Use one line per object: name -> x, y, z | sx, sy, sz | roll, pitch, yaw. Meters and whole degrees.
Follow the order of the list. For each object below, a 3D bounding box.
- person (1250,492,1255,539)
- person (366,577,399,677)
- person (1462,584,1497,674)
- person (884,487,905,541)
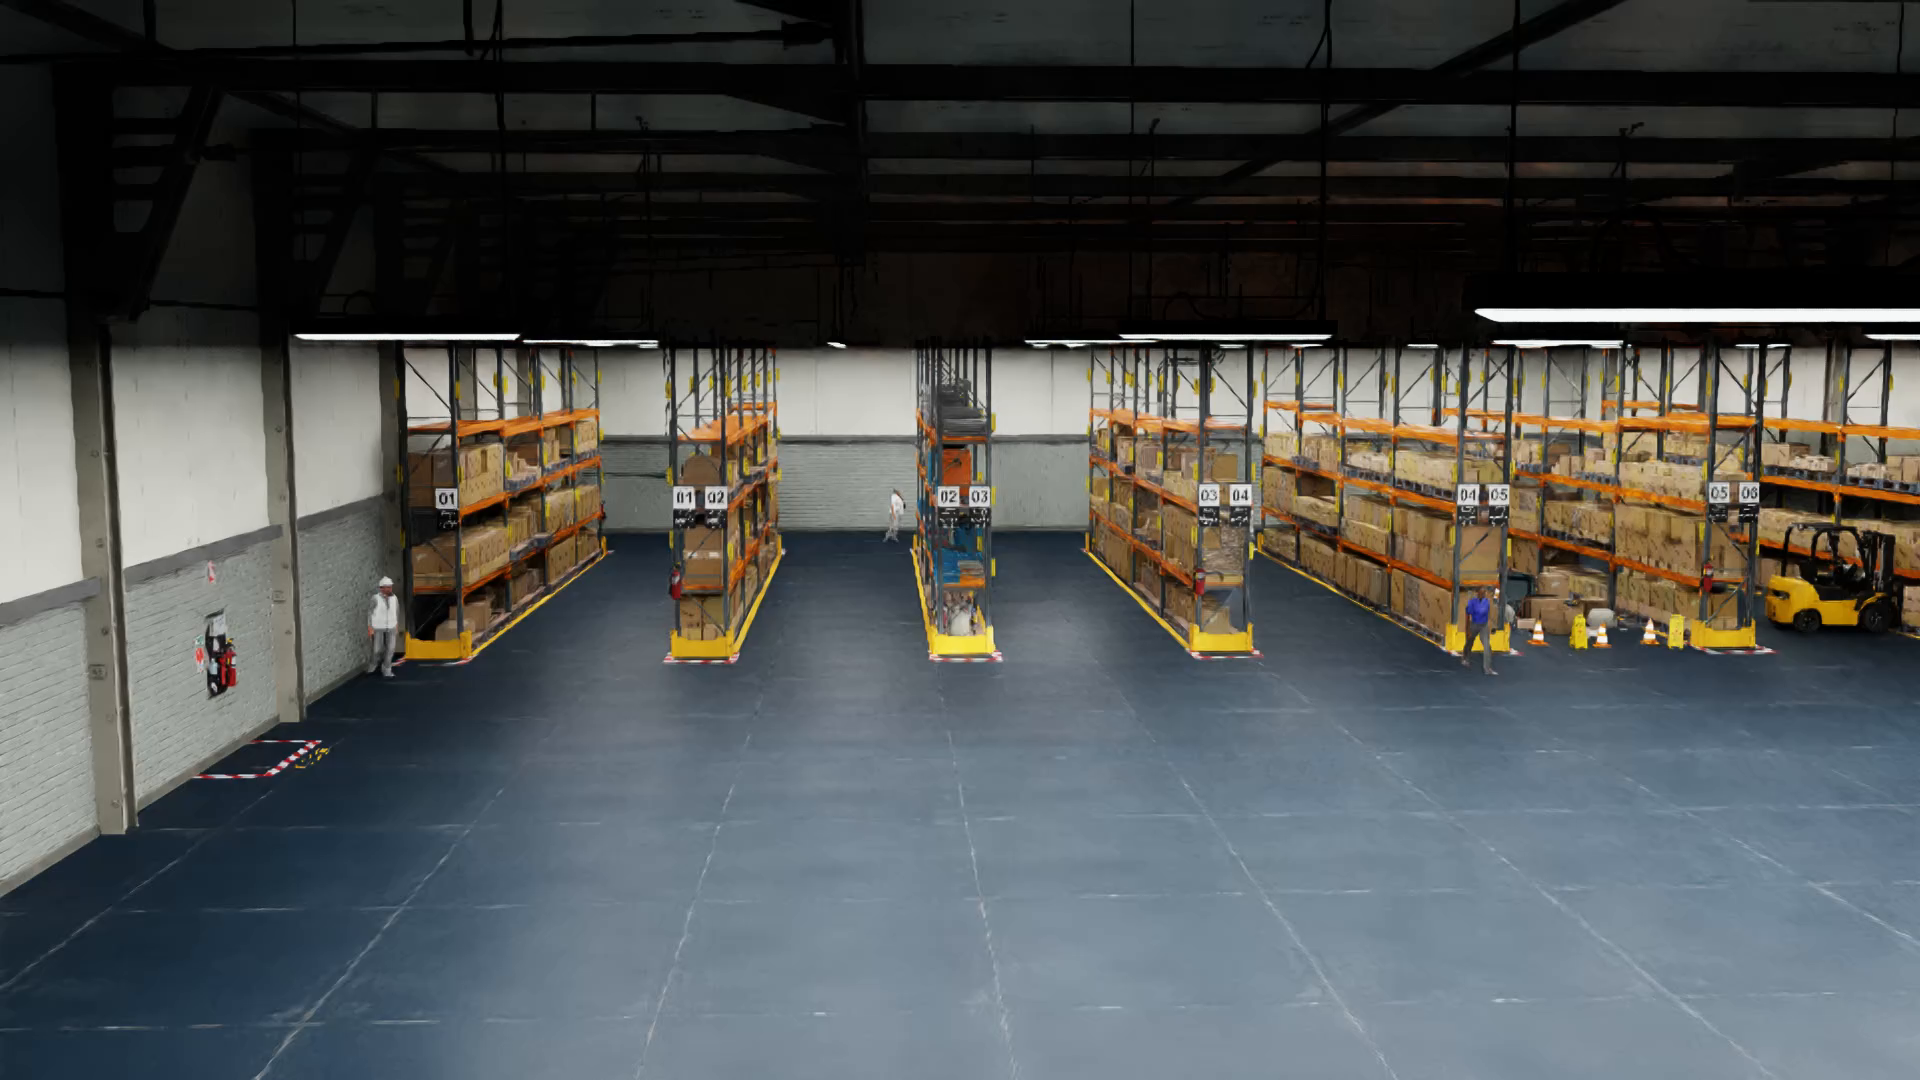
person -> 8.667, -0.873, 50.383 | 0.569, 1.780, 0.598 | 6, 9, 43
person -> -10.203, 1.521, 29.368 | 0.575, 1.762, 0.570 | -5, 8, -39
person -> 9.240, 1.558, 29.682 | 0.447, 1.574, 1.088 | 0, 6, -1
person -> -1.975, -0.776, 49.921 | 0.470, 1.656, 0.655 | 3, 7, 28
